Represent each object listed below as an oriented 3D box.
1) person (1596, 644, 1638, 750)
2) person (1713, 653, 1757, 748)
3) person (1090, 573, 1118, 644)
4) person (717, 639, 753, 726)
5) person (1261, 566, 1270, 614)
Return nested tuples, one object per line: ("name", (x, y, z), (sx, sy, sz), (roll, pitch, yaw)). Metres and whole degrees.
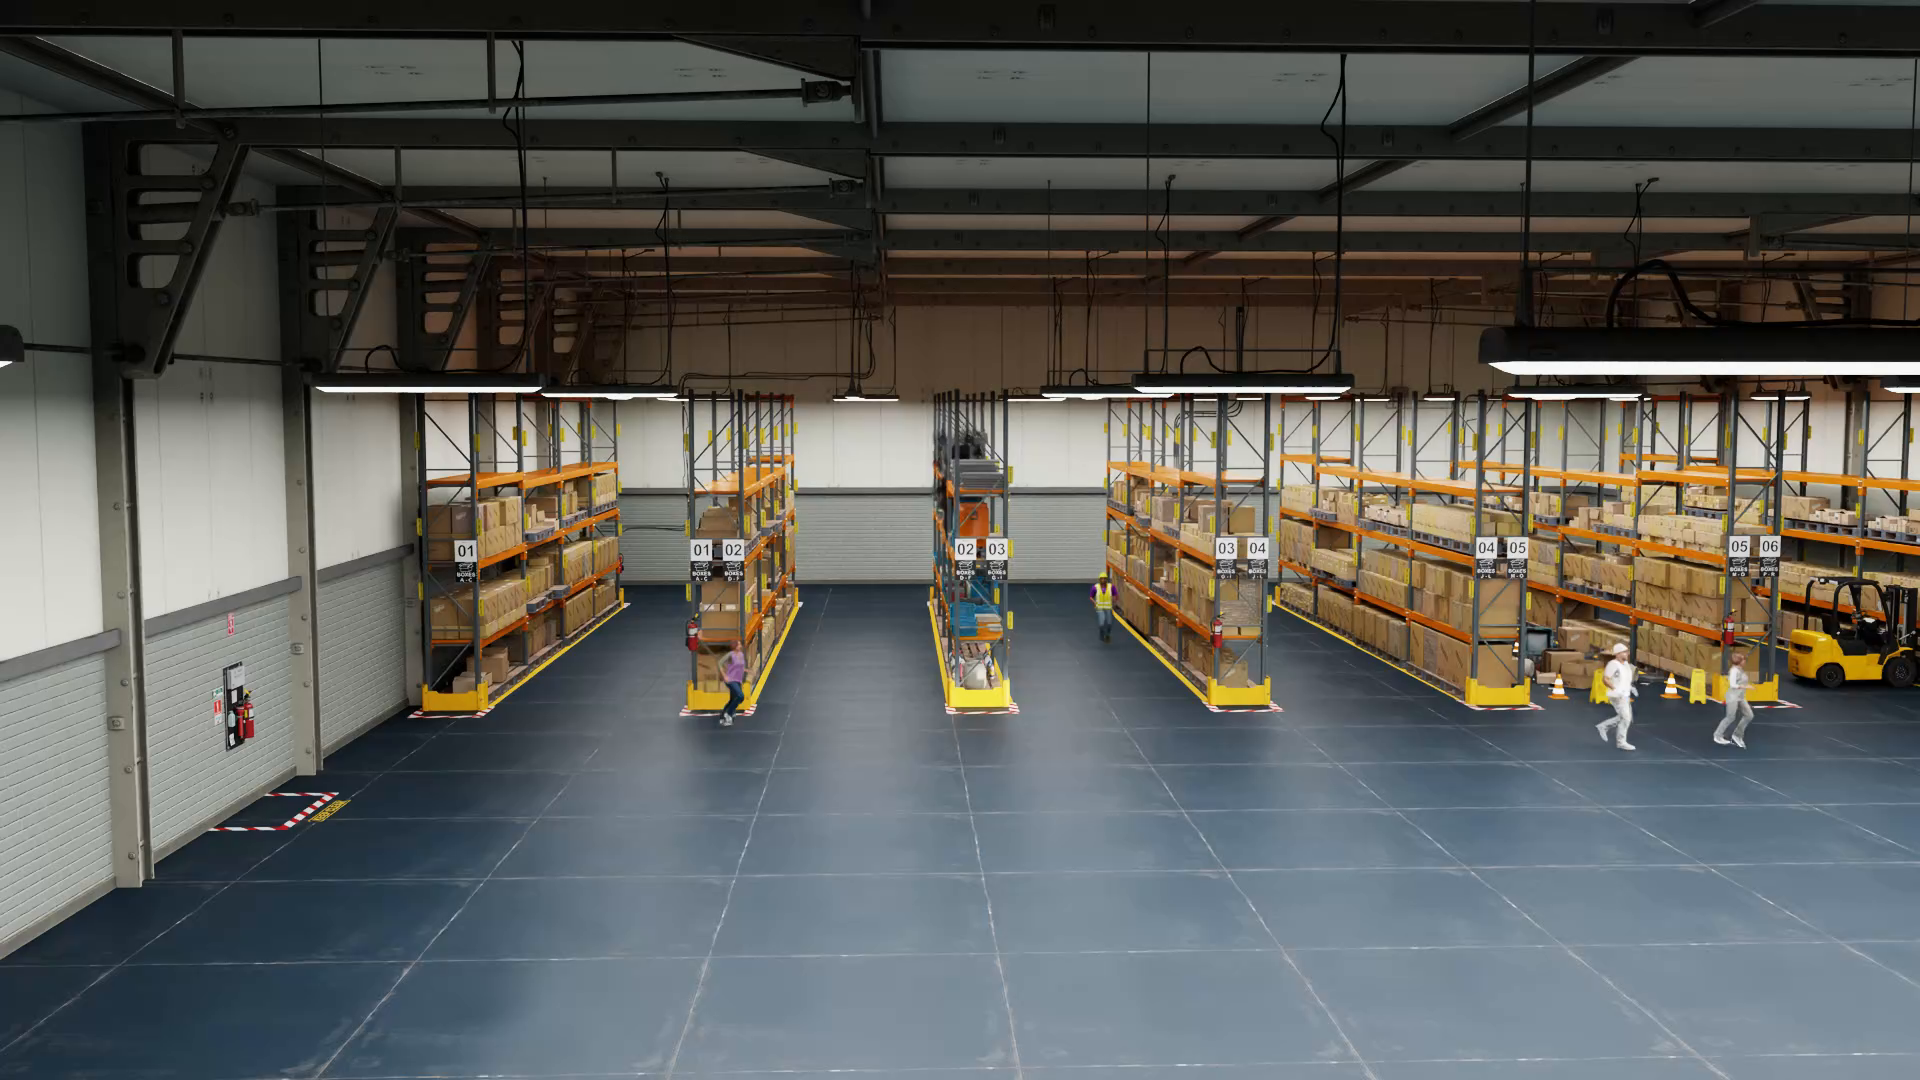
("person", (10.908, 2.589, 27.660), (0.696, 1.749, 0.705), (4, 6, 43))
("person", (12.919, 2.671, 27.690), (0.525, 1.613, 0.681), (-4, 6, -43))
("person", (3.418, 1.632, 39.541), (0.661, 1.721, 0.565), (0, 5, 1))
("person", (-4.007, 2.572, 29.571), (0.672, 1.458, 0.516), (2, 5, 27))
("person", (8.062, 1.156, 45.045), (0.676, 1.827, 0.930), (0, 5, 0))
